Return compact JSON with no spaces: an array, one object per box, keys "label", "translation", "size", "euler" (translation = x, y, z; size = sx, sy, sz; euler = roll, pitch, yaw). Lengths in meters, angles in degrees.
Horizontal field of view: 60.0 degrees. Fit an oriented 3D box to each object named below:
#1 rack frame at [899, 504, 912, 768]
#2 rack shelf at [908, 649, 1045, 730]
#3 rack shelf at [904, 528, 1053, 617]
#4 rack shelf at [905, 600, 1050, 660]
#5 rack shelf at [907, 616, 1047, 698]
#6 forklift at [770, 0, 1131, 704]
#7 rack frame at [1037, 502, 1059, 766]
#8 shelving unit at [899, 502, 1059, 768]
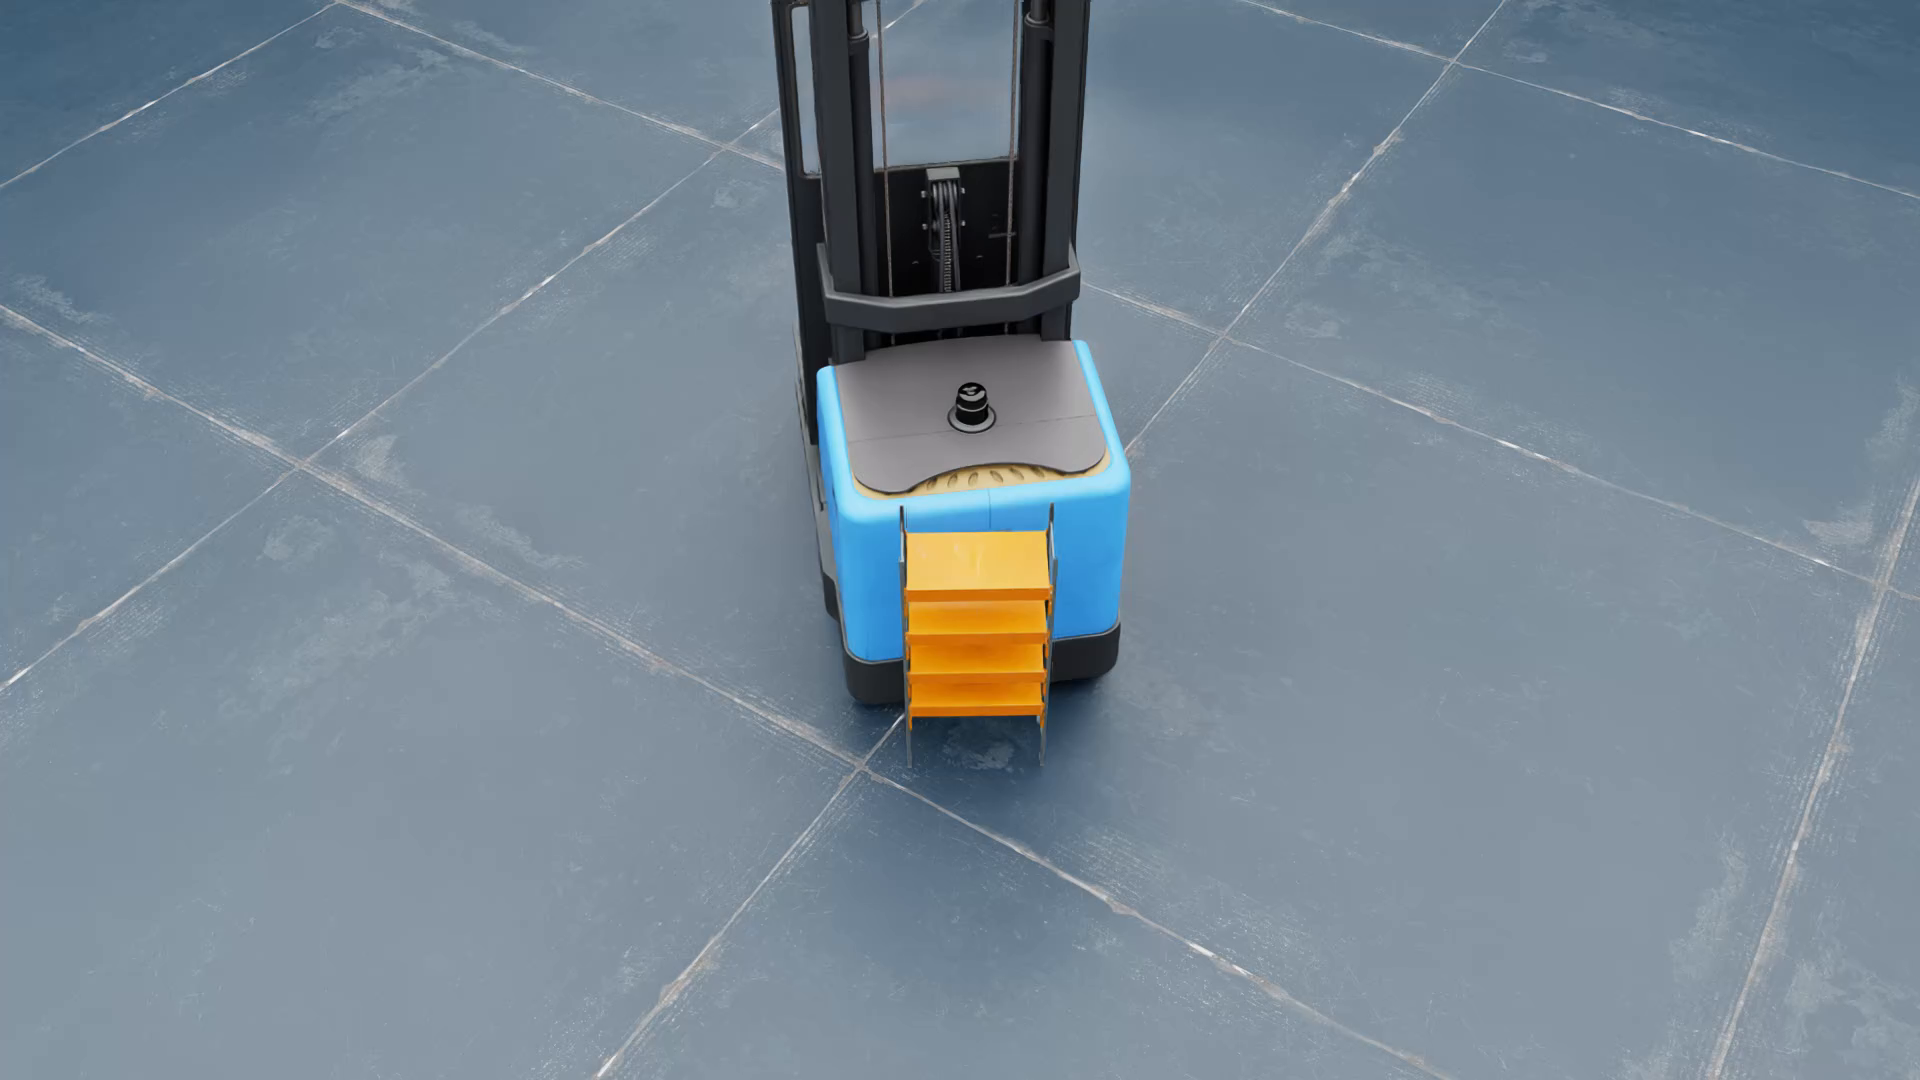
[{"label":"rack frame","translation":[-0.188,0.365,5.770],"size":[0.015,1.200,0.240],"euler":[-1,50,-1]},{"label":"rack shelf","translation":[0.056,0.533,5.976],"size":[0.480,0.148,0.258],"euler":[-1,50,-1]},{"label":"rack shelf","translation":[0.057,0.107,5.473],"size":[0.480,0.148,0.258],"euler":[-1,50,-1]},{"label":"rack shelf","translation":[0.056,0.260,5.654],"size":[0.480,0.148,0.258],"euler":[-1,50,-1]},{"label":"rack shelf","translation":[0.056,0.404,5.824],"size":[0.480,0.148,0.258],"euler":[-1,50,-1]},{"label":"forklift","translation":[-0.138,-1.472,6.359],"size":[1.130,2.935,3.031],"euler":[-7,46,-6]},{"label":"rack frame","translation":[0.300,0.357,5.776],"size":[0.015,1.200,0.240],"euler":[-1,50,-1]},{"label":"shelving unit","translation":[0.056,0.361,5.773],"size":[0.503,1.200,0.258],"euler":[-1,50,-1]}]
